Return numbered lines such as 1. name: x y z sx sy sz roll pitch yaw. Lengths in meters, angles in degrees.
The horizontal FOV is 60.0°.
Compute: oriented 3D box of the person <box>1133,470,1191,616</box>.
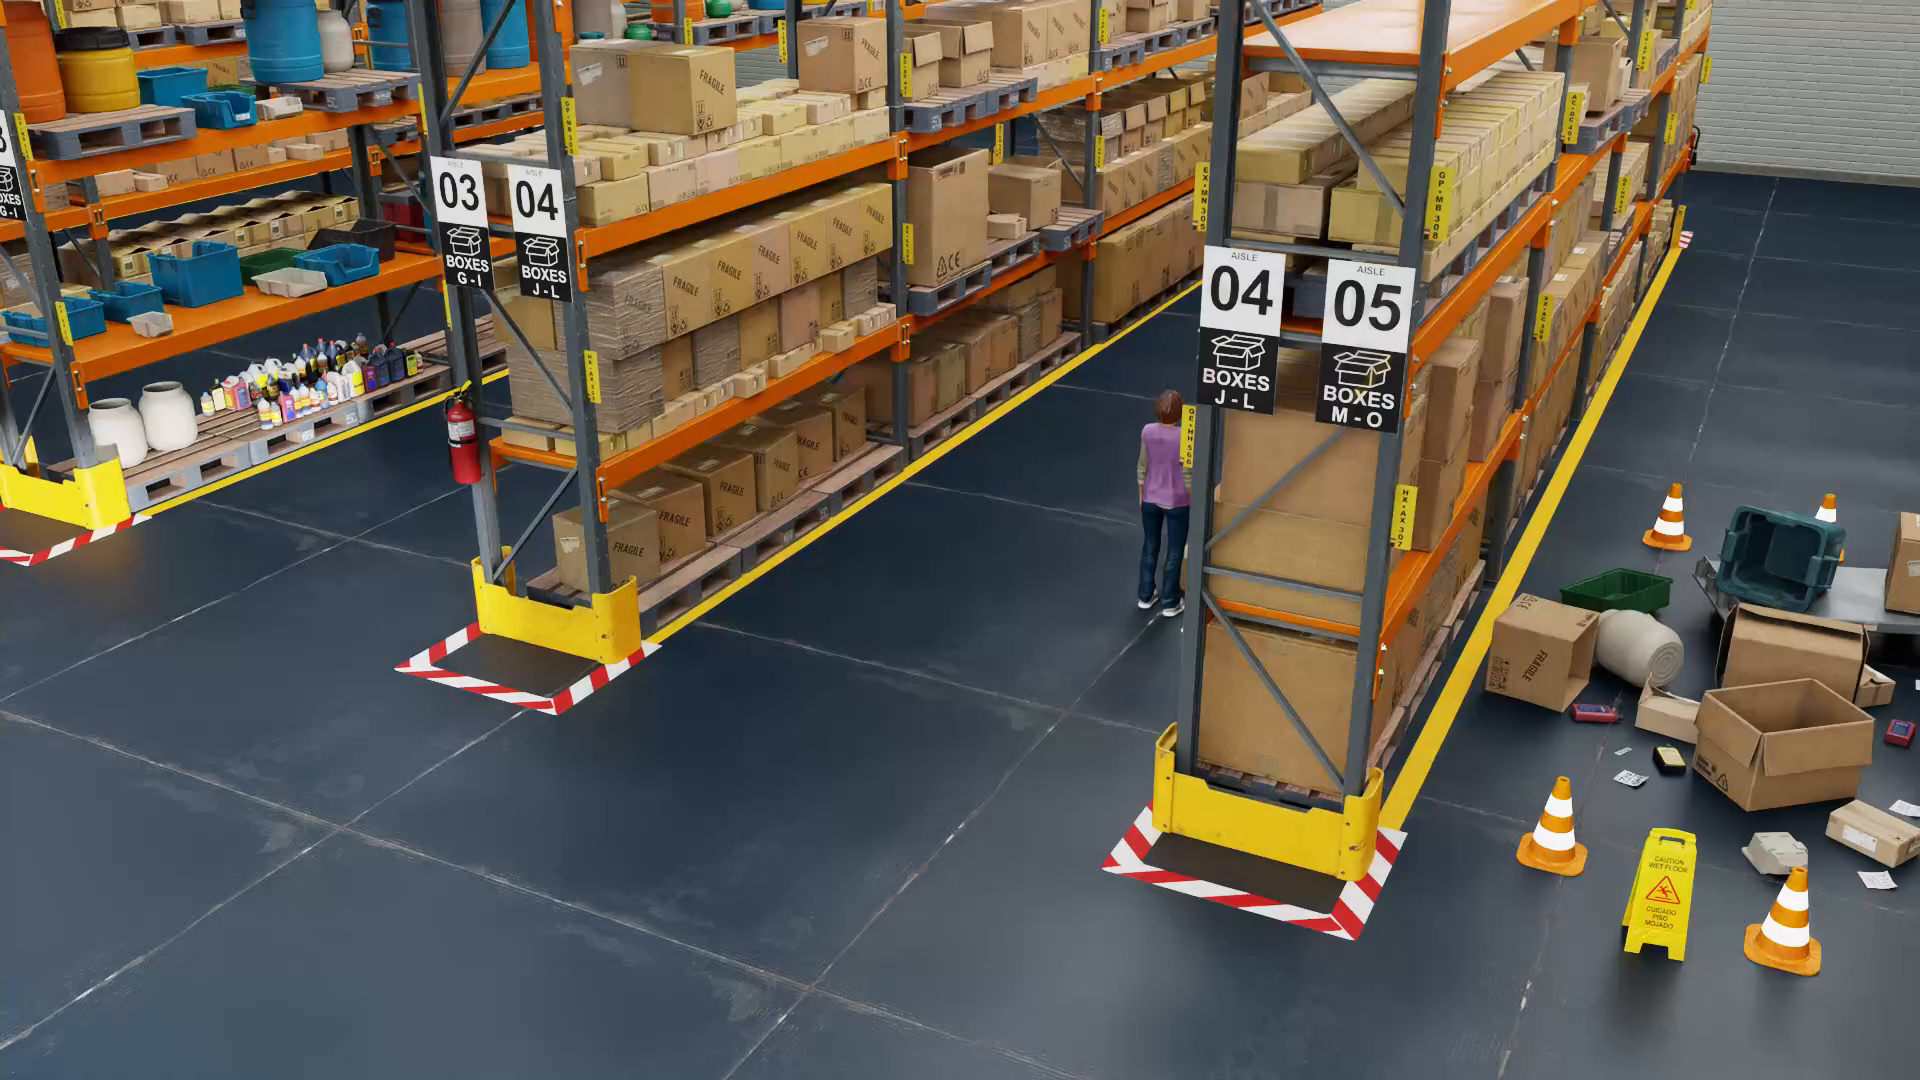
1. person: 1.440 0.035 11.564 0.444 0.878 0.795 11 25 24
